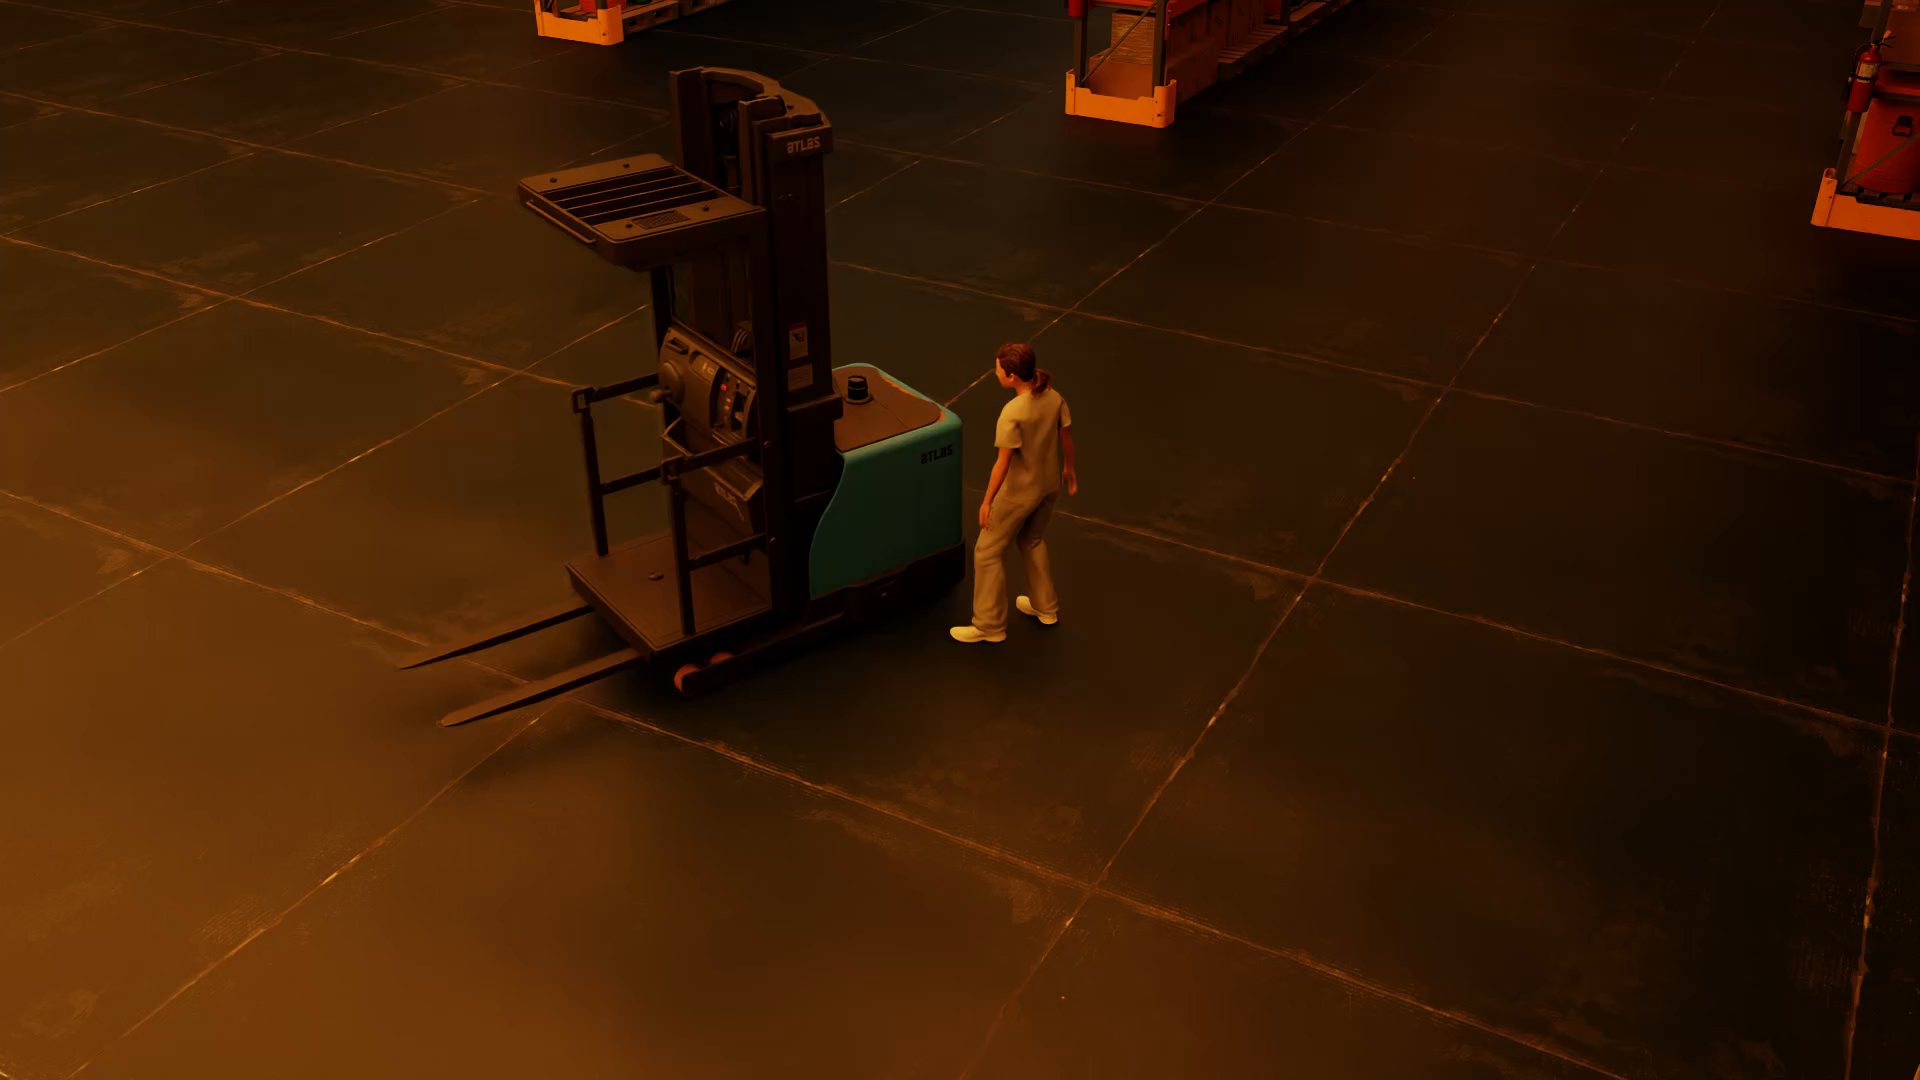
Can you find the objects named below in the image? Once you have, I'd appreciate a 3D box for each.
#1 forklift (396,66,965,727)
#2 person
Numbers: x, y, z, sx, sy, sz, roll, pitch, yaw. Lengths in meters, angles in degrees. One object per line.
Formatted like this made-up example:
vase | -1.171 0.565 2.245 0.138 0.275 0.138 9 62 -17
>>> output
forklift | -1.460 -0.761 8.390 3.031 2.935 1.130 -20 36 -31
person | 0.318 -0.258 8.810 0.365 1.648 0.759 23 37 34
